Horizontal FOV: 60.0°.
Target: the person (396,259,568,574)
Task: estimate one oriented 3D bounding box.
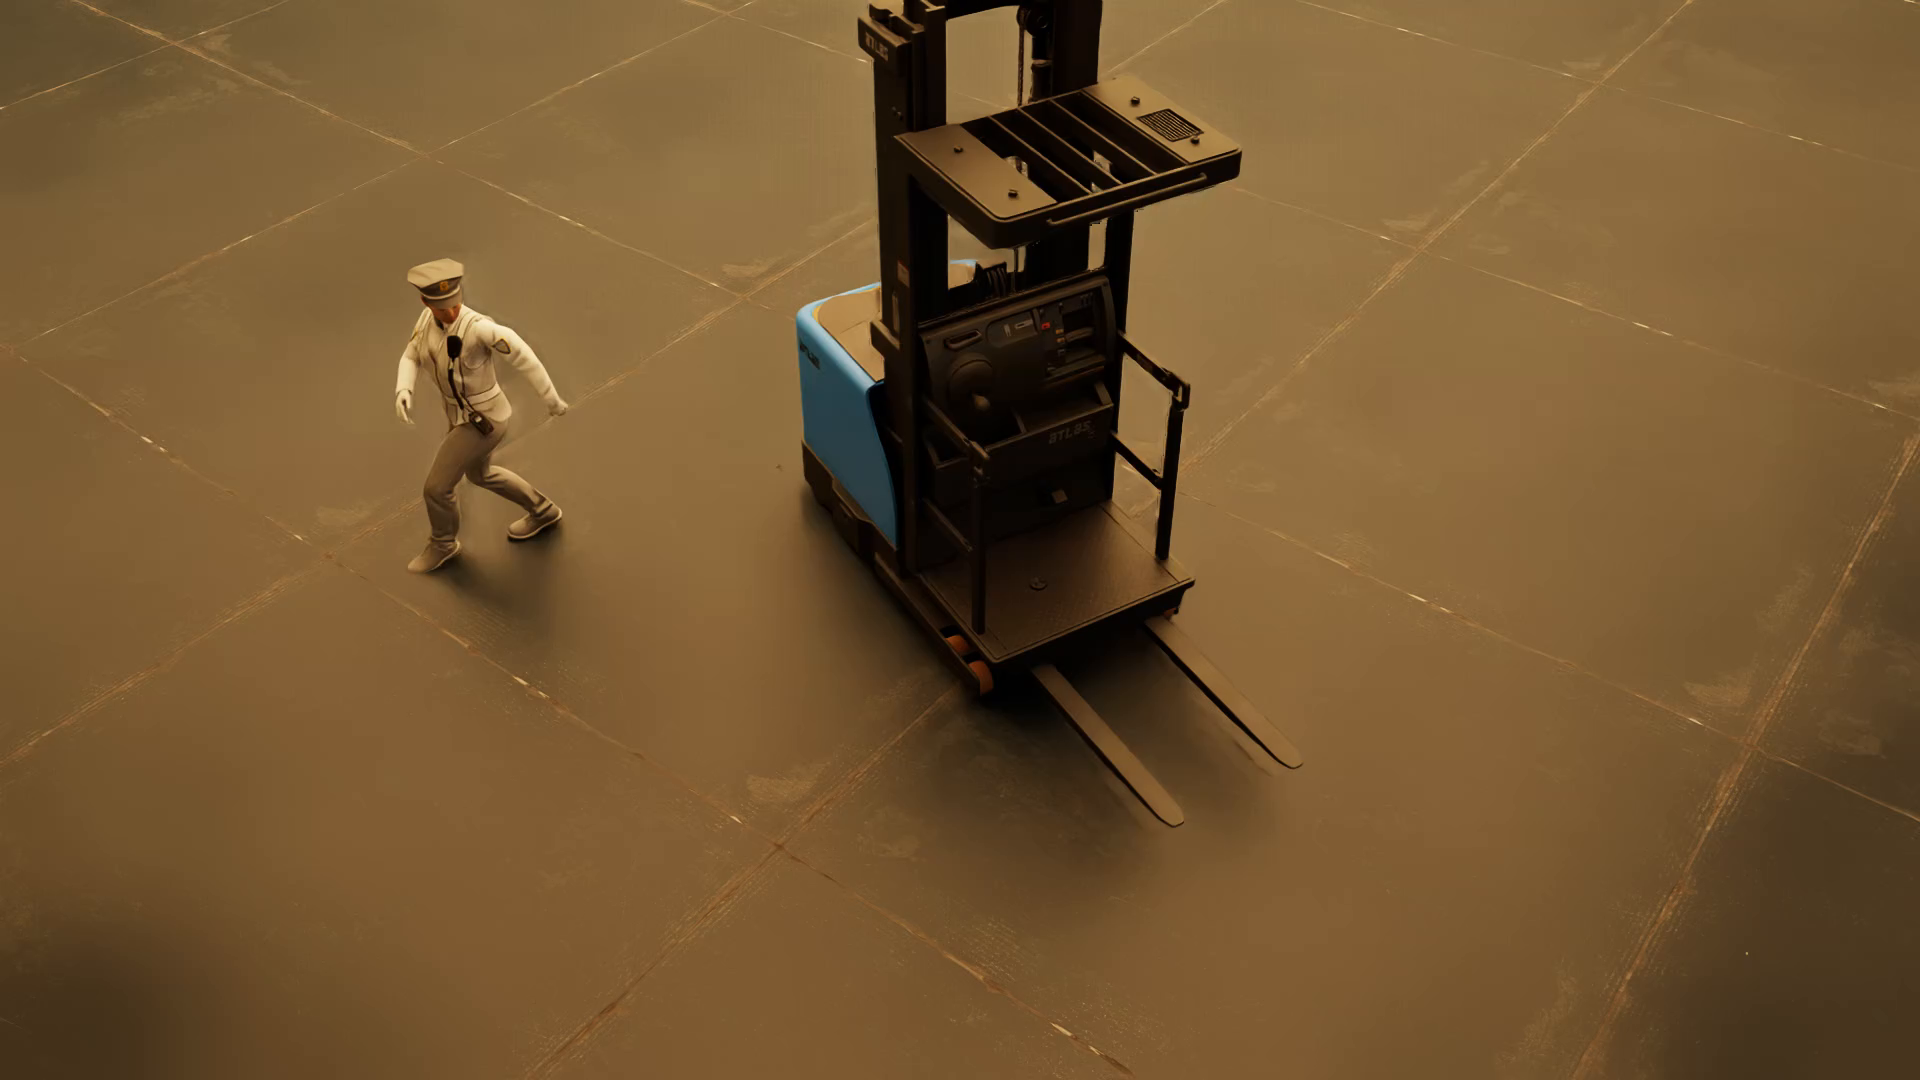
[{"bbox_3d":[-2.316,-0.572,7.804,0.889,1.620,0.513,-21,45,-23],"label":"person"}]

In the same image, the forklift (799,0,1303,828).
[{"bbox_3d":[0.367,-0.752,6.957,1.121,2.935,3.031,-21,45,-23],"label":"forklift"}]
